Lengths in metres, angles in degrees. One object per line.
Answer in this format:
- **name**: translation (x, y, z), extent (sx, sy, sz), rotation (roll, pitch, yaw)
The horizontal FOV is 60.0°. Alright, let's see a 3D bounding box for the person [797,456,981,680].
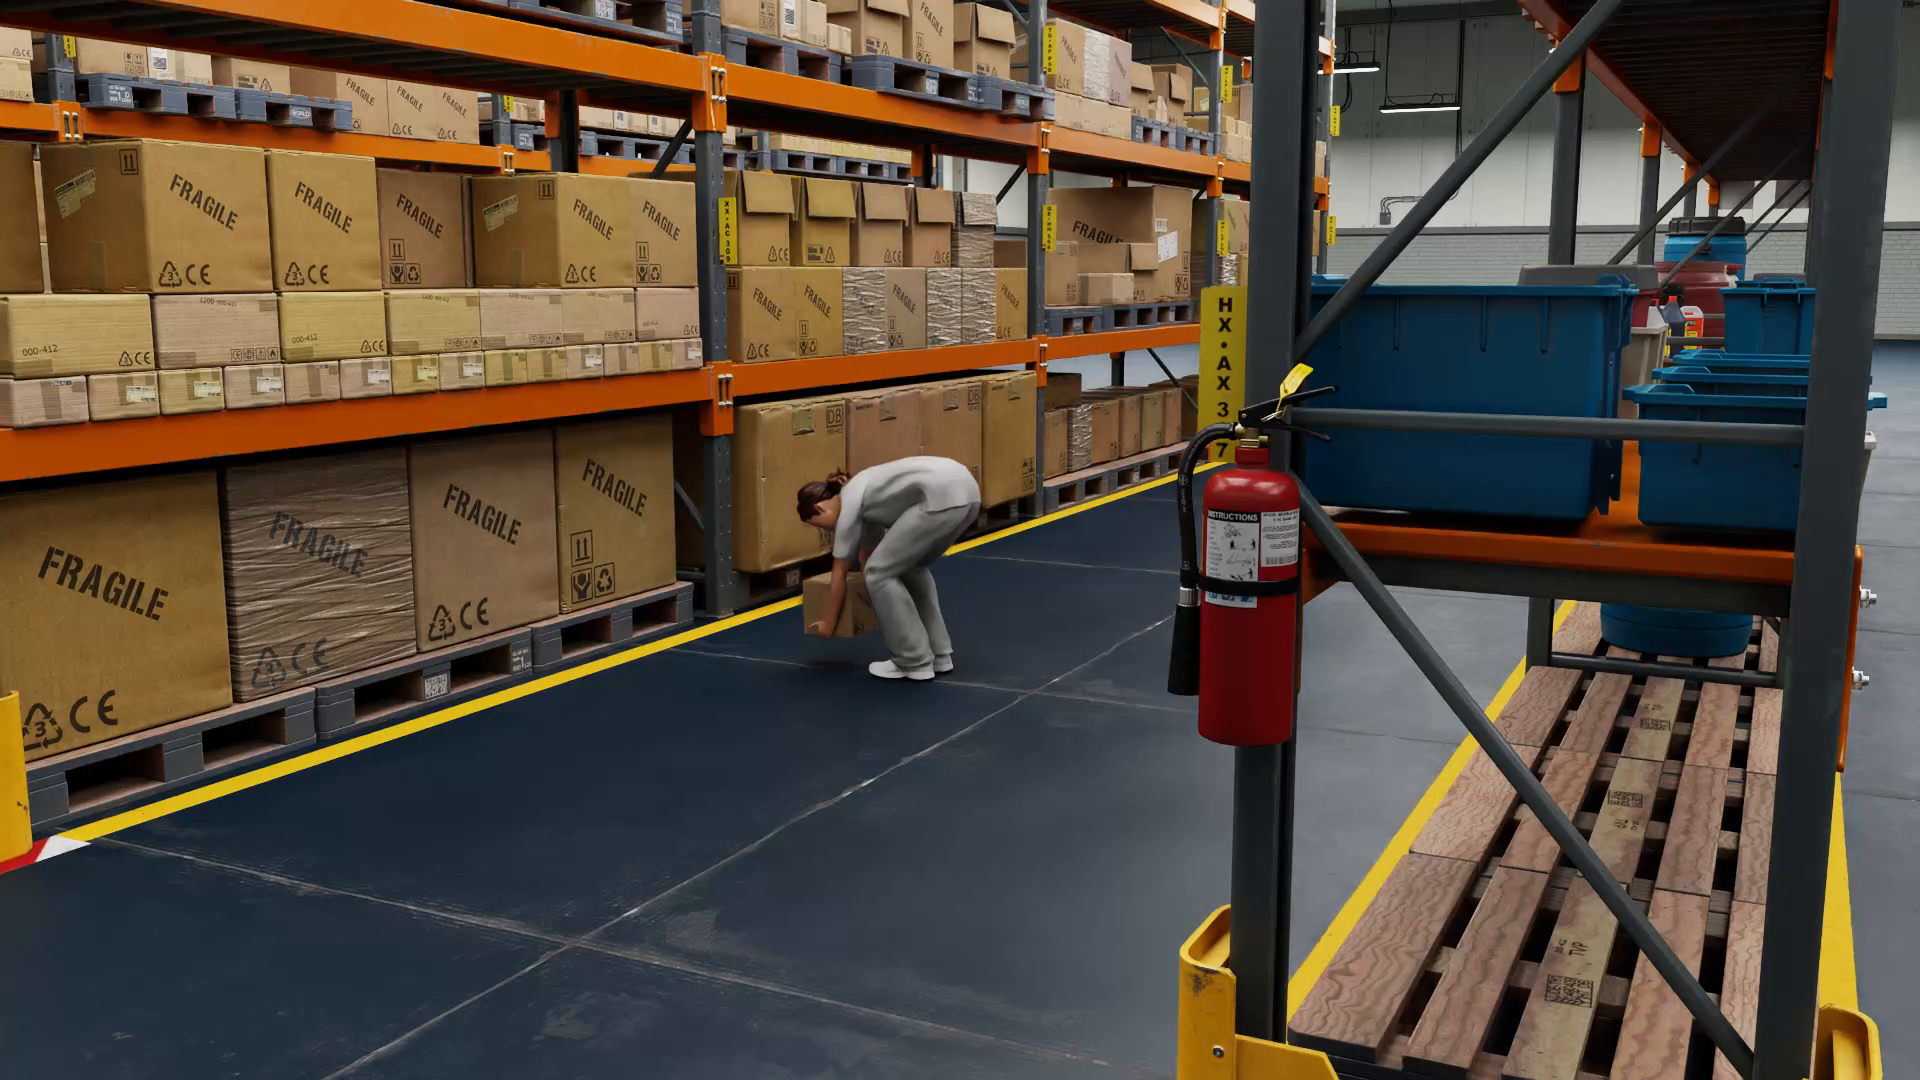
- **person**: translation (-0.330, 0.108, 7.402), extent (0.860, 0.975, 0.436), rotation (4, 10, 23)
